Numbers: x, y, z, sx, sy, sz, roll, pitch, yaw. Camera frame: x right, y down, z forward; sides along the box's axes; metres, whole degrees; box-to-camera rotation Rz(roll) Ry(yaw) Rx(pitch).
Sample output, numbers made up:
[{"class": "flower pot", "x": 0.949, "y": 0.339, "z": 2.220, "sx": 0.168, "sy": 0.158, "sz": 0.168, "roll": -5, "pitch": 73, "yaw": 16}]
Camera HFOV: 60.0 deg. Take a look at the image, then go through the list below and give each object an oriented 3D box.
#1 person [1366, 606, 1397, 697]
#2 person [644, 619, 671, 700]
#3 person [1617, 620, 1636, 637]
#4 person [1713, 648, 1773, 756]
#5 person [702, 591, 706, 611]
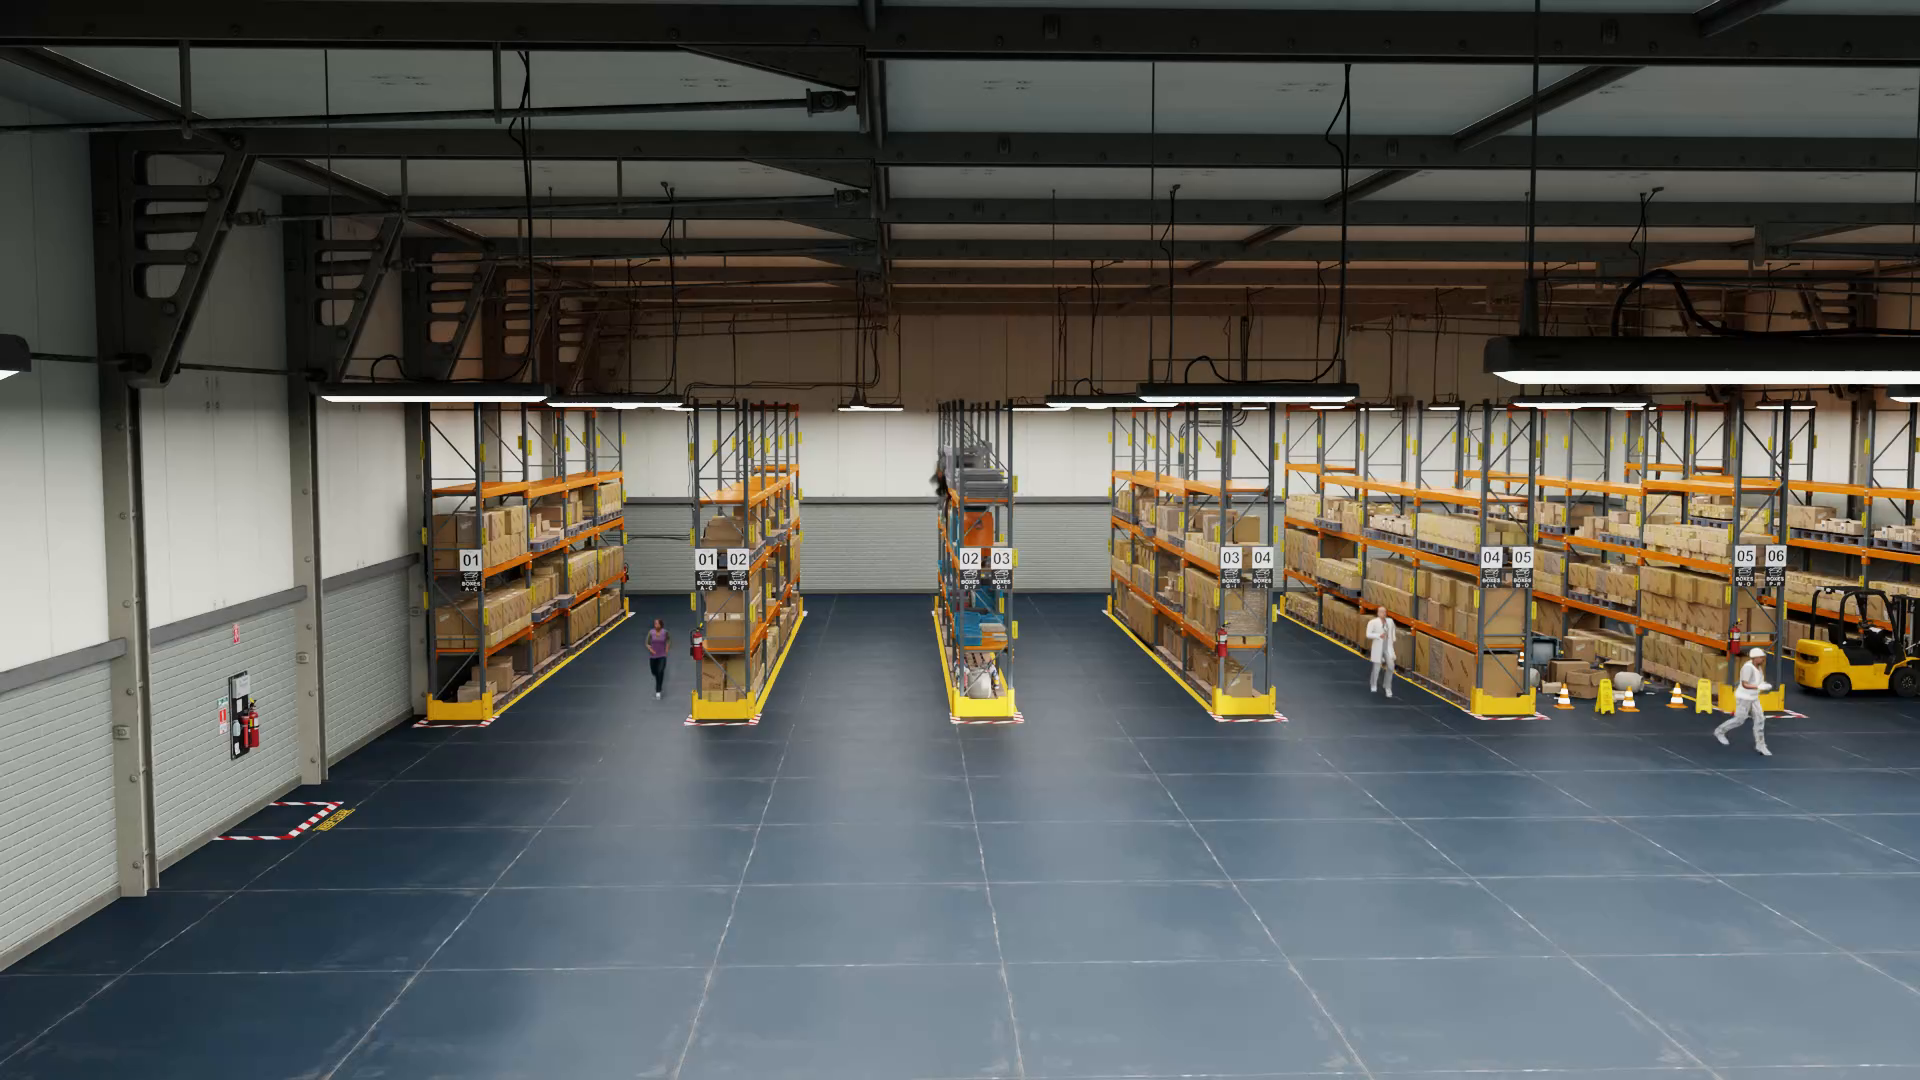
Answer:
[{"class": "person", "x": 8.574, "y": 2.273, "z": 33.831, "sx": 0.709, "sy": 1.856, "sz": 0.840, "roll": 0, "pitch": 4, "yaw": -6}, {"class": "person", "x": -6.134, "y": 2.383, "z": 33.752, "sx": 0.513, "sy": 1.589, "sz": 1.023, "roll": 0, "pitch": 4, "yaw": -1}, {"class": "person", "x": 16.446, "y": 1.758, "z": 40.981, "sx": 0.596, "sy": 1.740, "sz": 0.720, "roll": -1, "pitch": 4, "yaw": -7}, {"class": "person", "x": 13.296, "y": 2.715, "z": 28.182, "sx": 0.712, "sy": 1.813, "sz": 0.976, "roll": -4, "pitch": 6, "yaw": -44}, {"class": "person", "x": -6.357, "y": 1.642, "z": 42.575, "sx": 0.551, "sy": 1.784, "sz": 0.781, "roll": -1, "pitch": 4, "yaw": -9}]
